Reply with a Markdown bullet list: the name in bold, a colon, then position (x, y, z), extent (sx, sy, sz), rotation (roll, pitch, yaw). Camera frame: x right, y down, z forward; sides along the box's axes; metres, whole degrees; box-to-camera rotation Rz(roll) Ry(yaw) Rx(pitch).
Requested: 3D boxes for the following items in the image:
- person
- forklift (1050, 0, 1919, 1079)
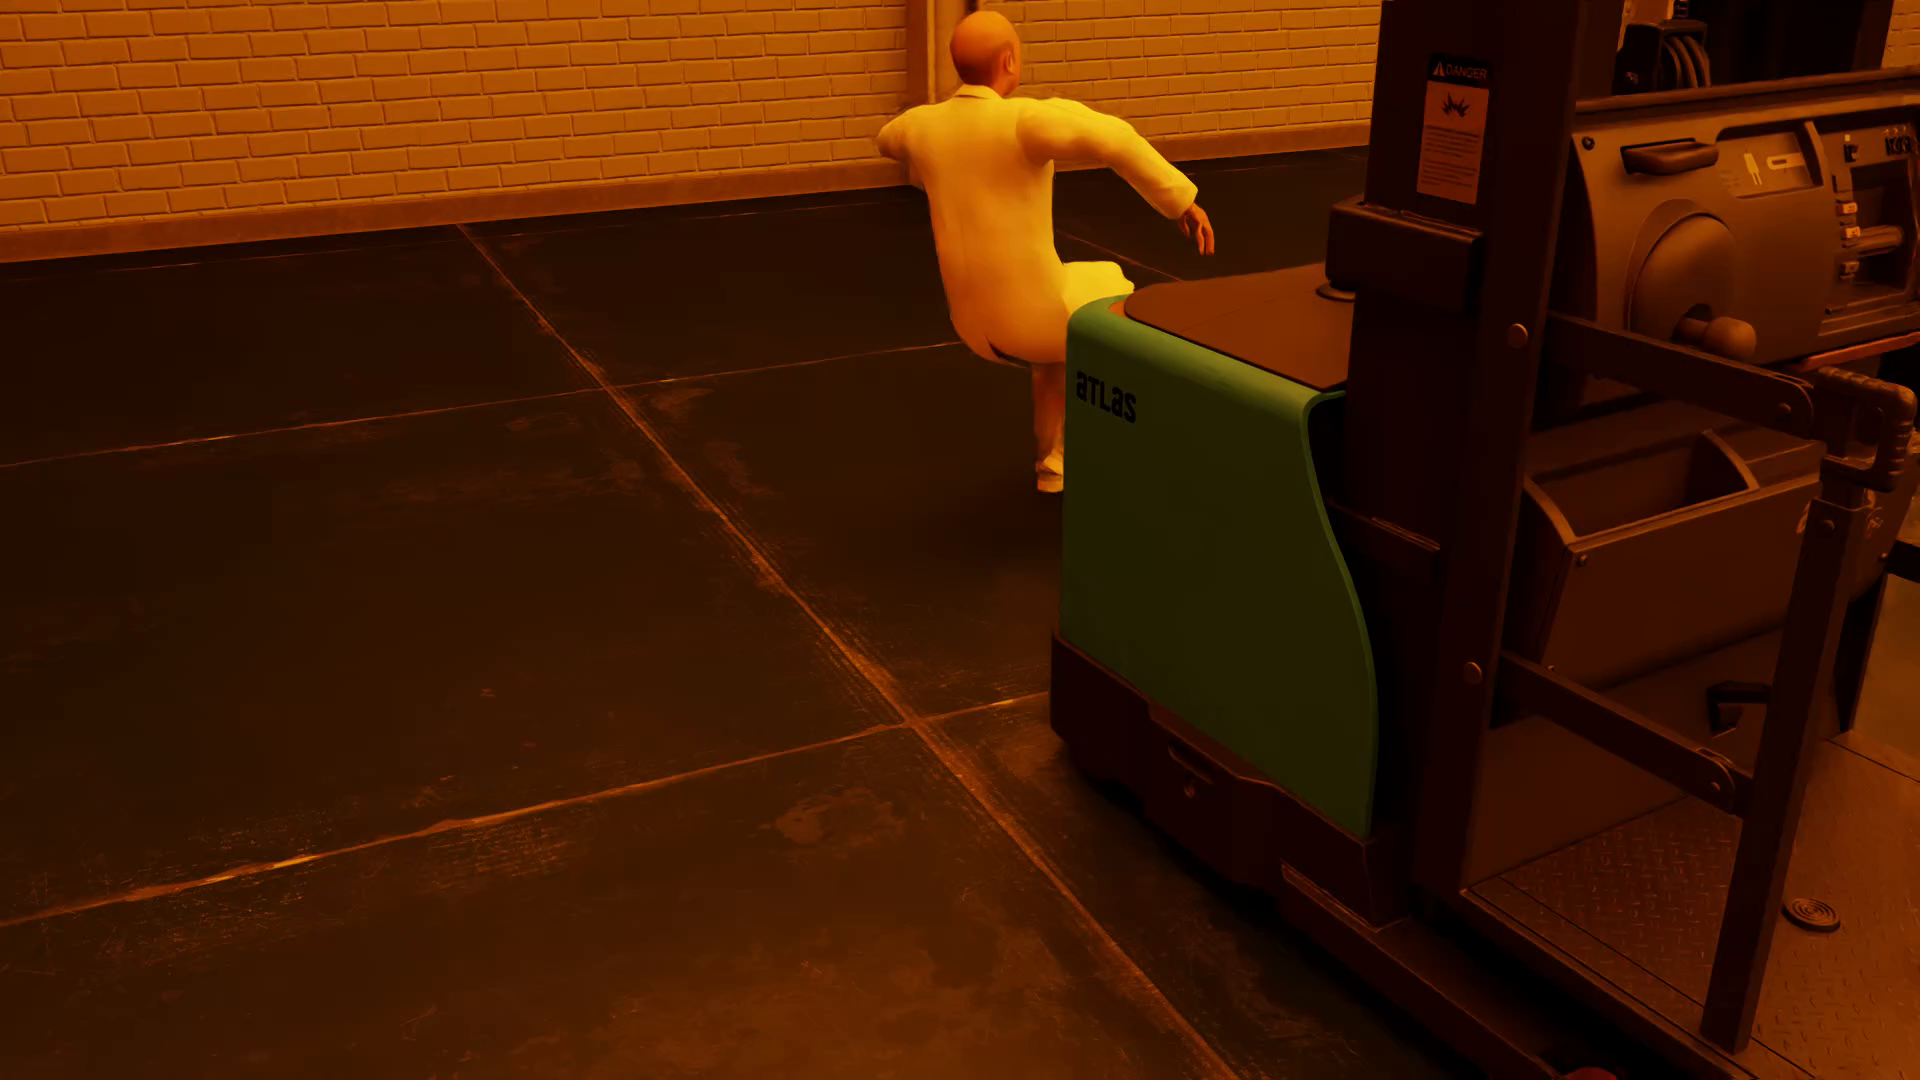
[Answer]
- **person**: position (0.301, -0.815, 5.072), extent (1.198, 1.532, 0.894), rotation (18, 28, 36)
- **forklift**: position (1.396, -0.477, 2.434), extent (1.130, 2.935, 3.031), rotation (-13, 26, -28)
